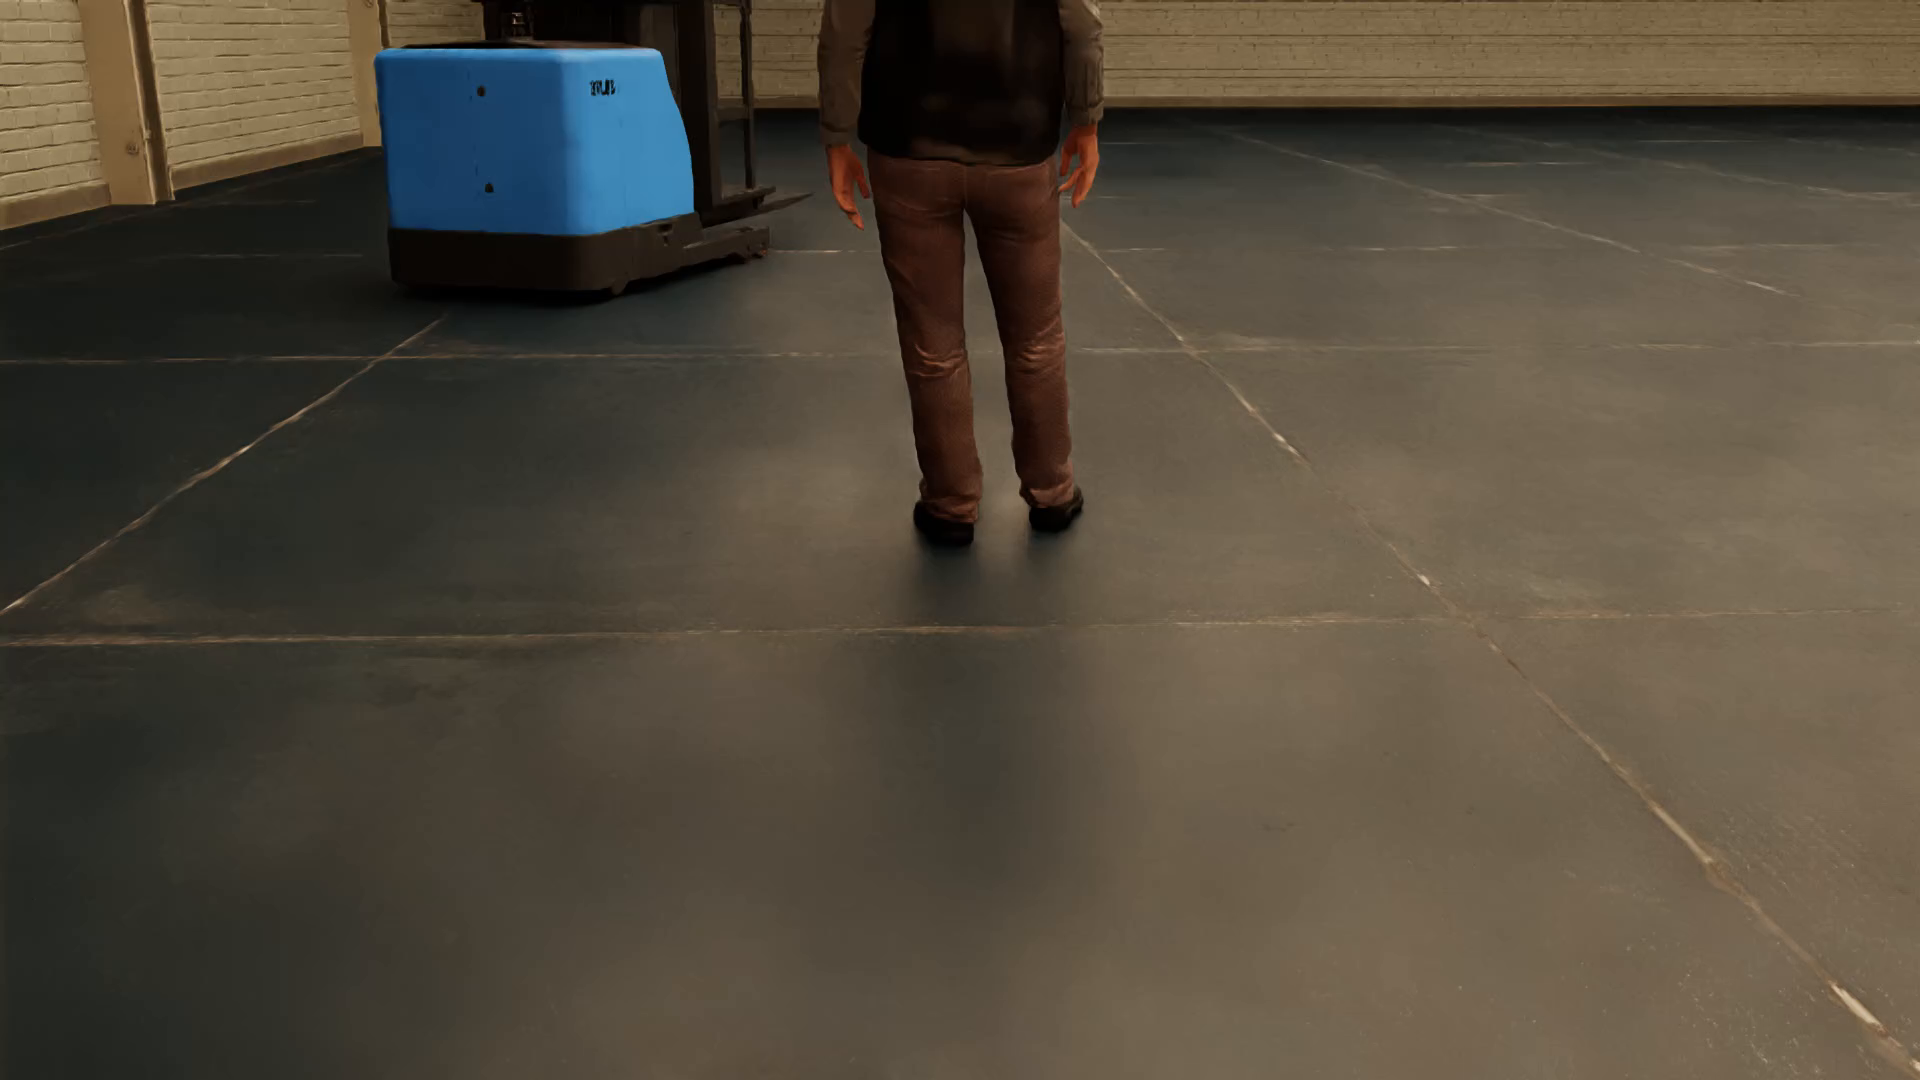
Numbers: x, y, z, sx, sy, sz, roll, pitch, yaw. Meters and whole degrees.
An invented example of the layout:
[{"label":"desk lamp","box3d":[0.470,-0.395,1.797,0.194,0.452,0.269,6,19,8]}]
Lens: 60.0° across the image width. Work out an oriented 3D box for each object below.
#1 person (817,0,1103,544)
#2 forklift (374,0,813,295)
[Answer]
[{"label":"person","box3d":[0.005,-0.848,3.724,0.632,1.720,0.567,-1,17,-3]},{"label":"forklift","box3d":[-1.642,-2.865,8.274,1.130,2.935,3.031,5,18,16]}]
